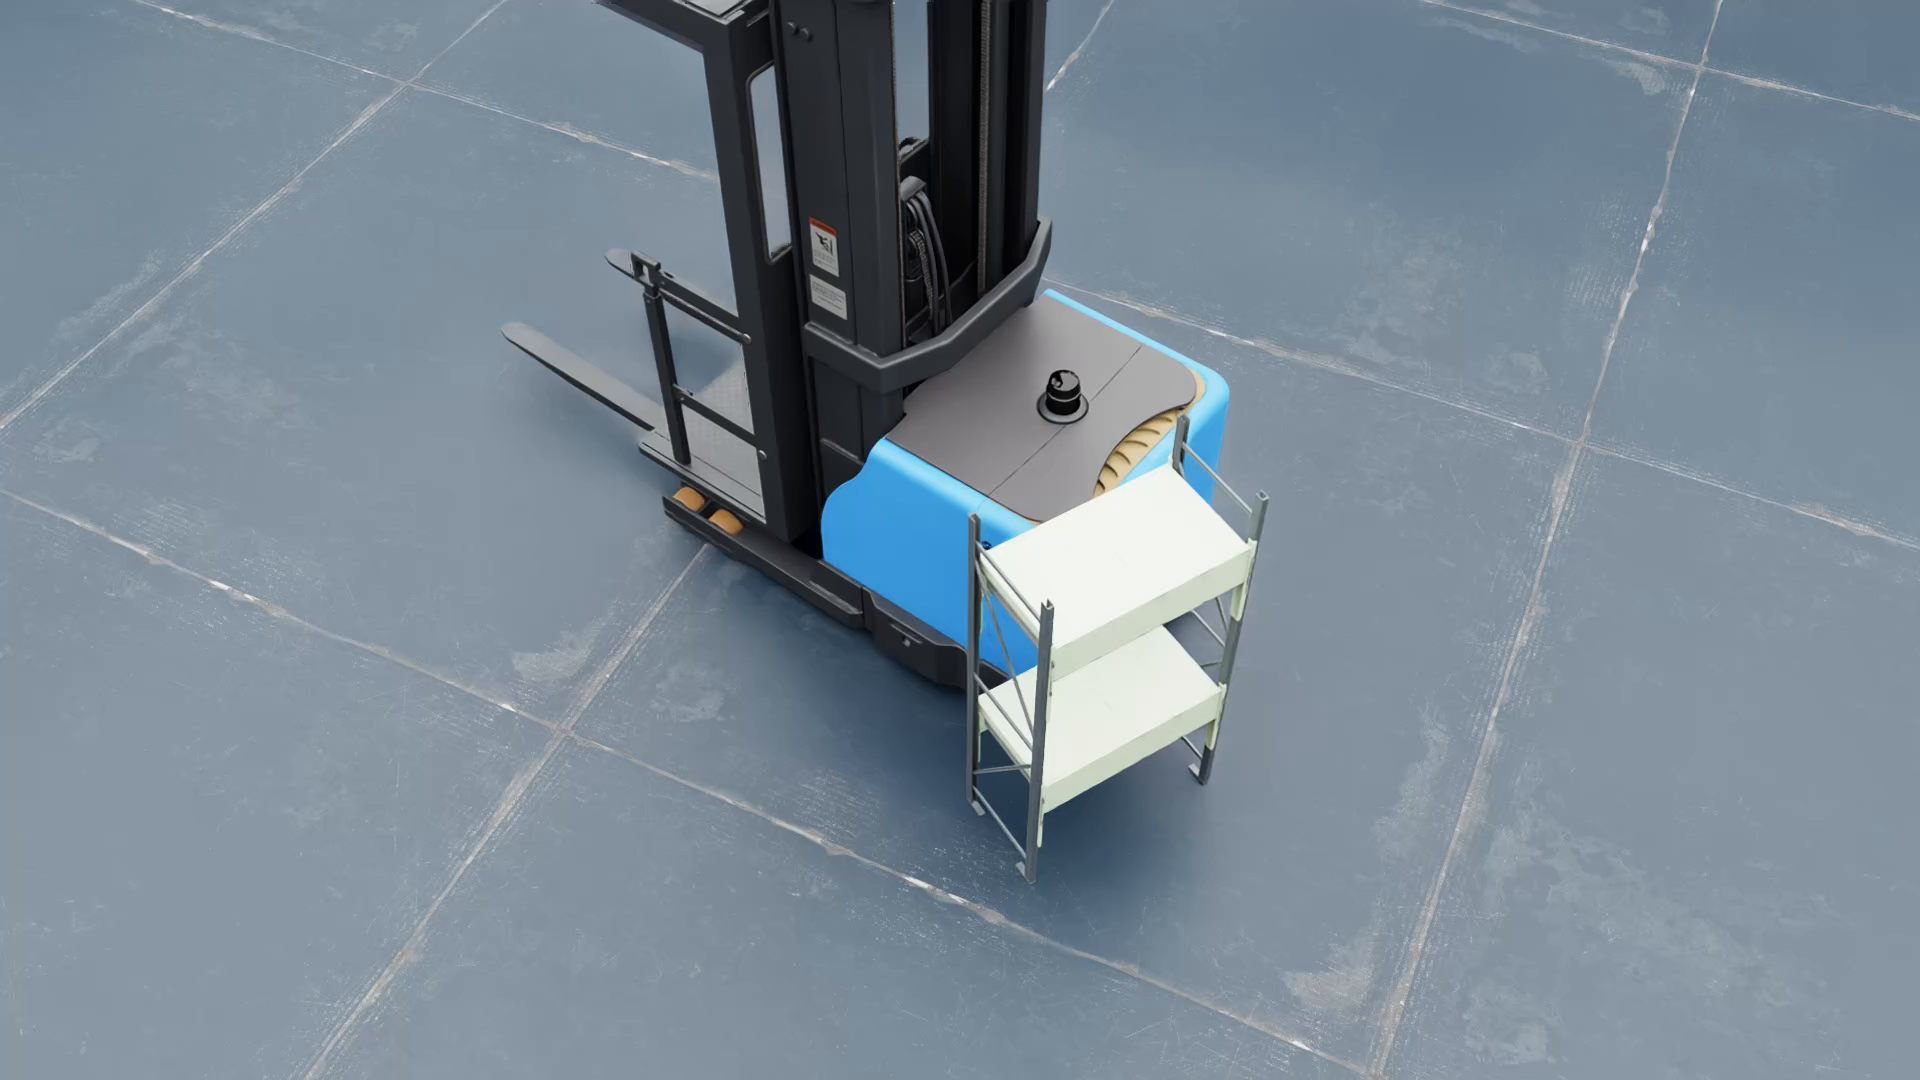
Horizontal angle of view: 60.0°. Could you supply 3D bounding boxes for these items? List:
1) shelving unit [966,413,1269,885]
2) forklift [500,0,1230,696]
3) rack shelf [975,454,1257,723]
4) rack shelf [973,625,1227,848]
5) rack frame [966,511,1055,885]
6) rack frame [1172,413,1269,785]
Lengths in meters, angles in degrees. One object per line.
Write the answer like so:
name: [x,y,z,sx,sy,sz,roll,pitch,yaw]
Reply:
shelving unit: [0.448,0.390,5.248,0.755,1.500,0.431,-26,54,-20]
forklift: [-0.545,-1.194,5.657,3.031,2.935,1.130,30,56,23]
rack shelf: [0.448,0.138,4.951,0.720,0.370,0.431,-26,54,-20]
rack shelf: [0.448,0.602,5.496,0.720,0.370,0.431,-26,54,-20]
rack frame: [0.138,0.539,5.122,0.023,1.500,0.400,-26,54,-20]
rack frame: [0.758,0.242,5.374,0.023,1.500,0.400,-26,54,-20]
